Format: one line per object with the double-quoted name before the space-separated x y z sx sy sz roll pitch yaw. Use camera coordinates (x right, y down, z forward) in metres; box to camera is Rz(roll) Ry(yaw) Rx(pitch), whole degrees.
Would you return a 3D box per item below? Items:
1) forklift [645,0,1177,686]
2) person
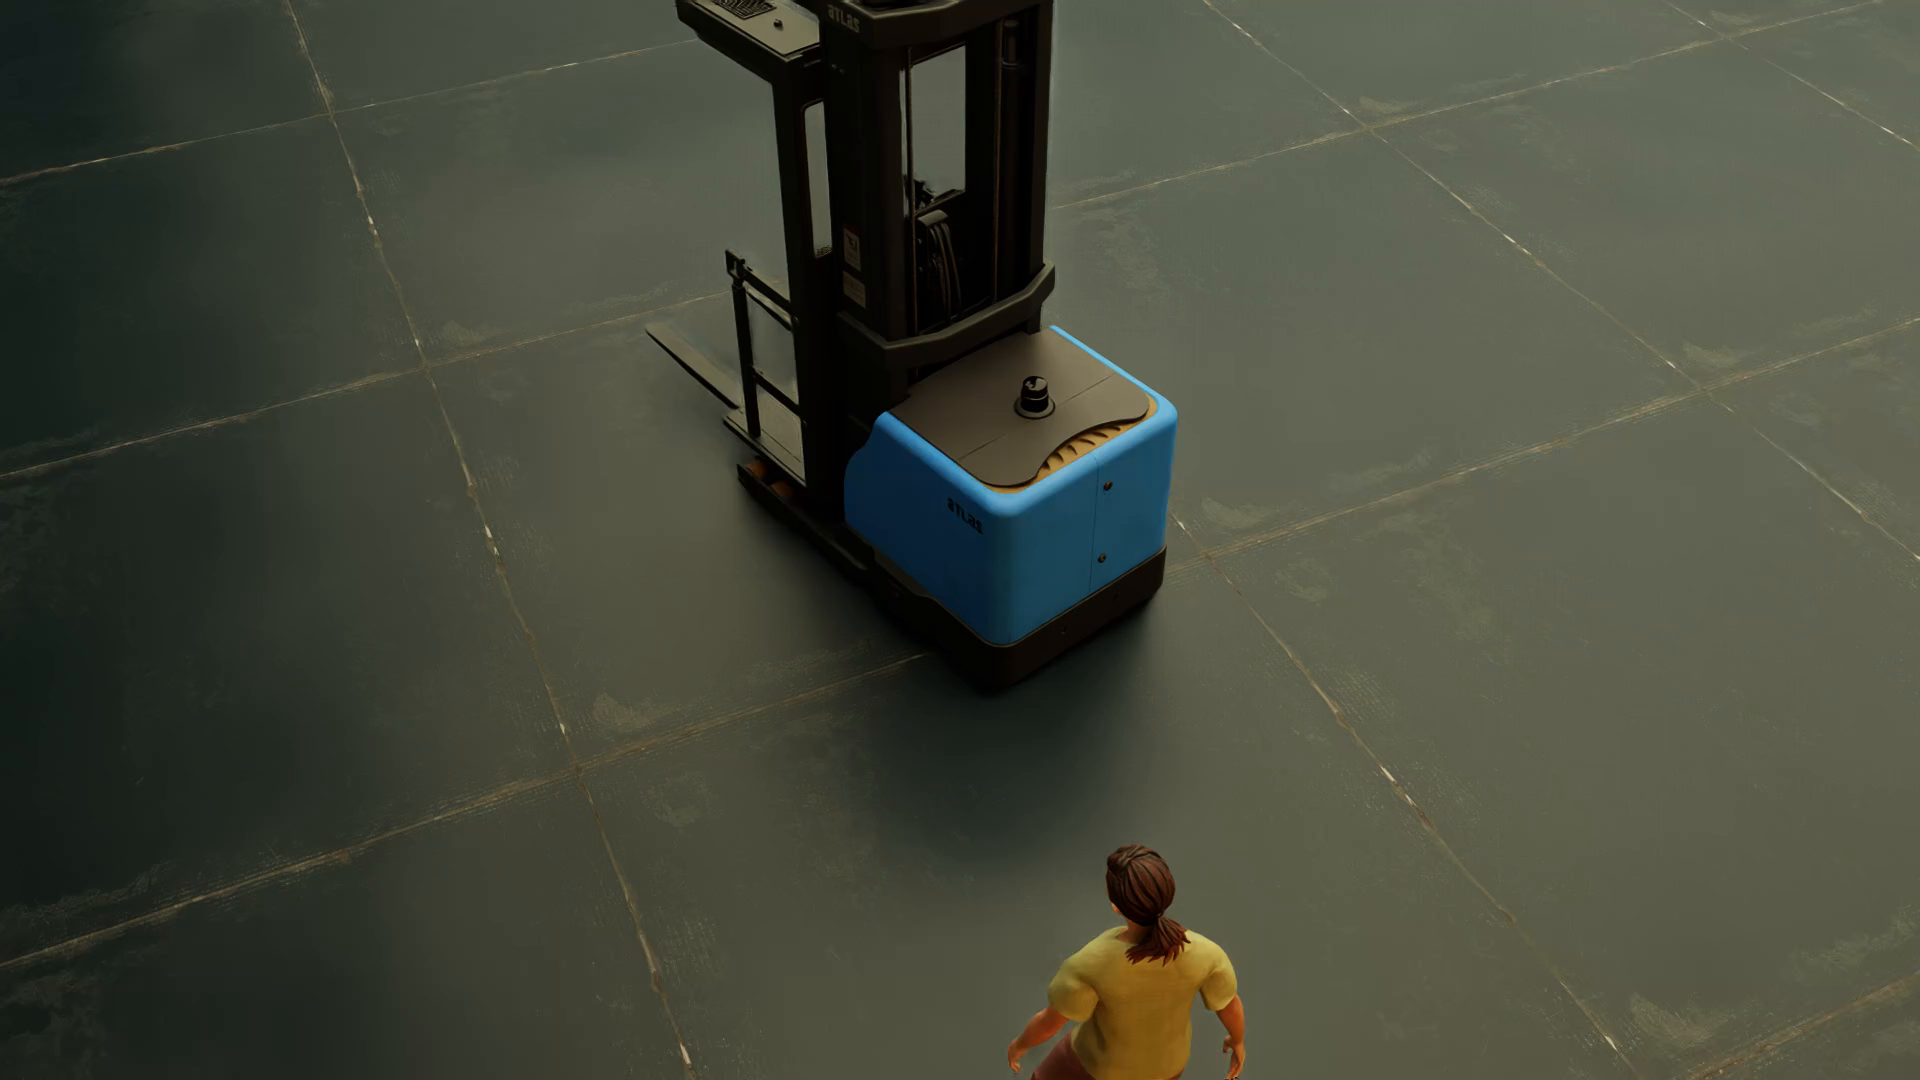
"forklift" -0.420 -1.389 7.168 1.130 2.935 3.031 -30 51 -28
"person" 0.476 1.594 5.089 0.752 1.412 0.367 -7 43 -7
